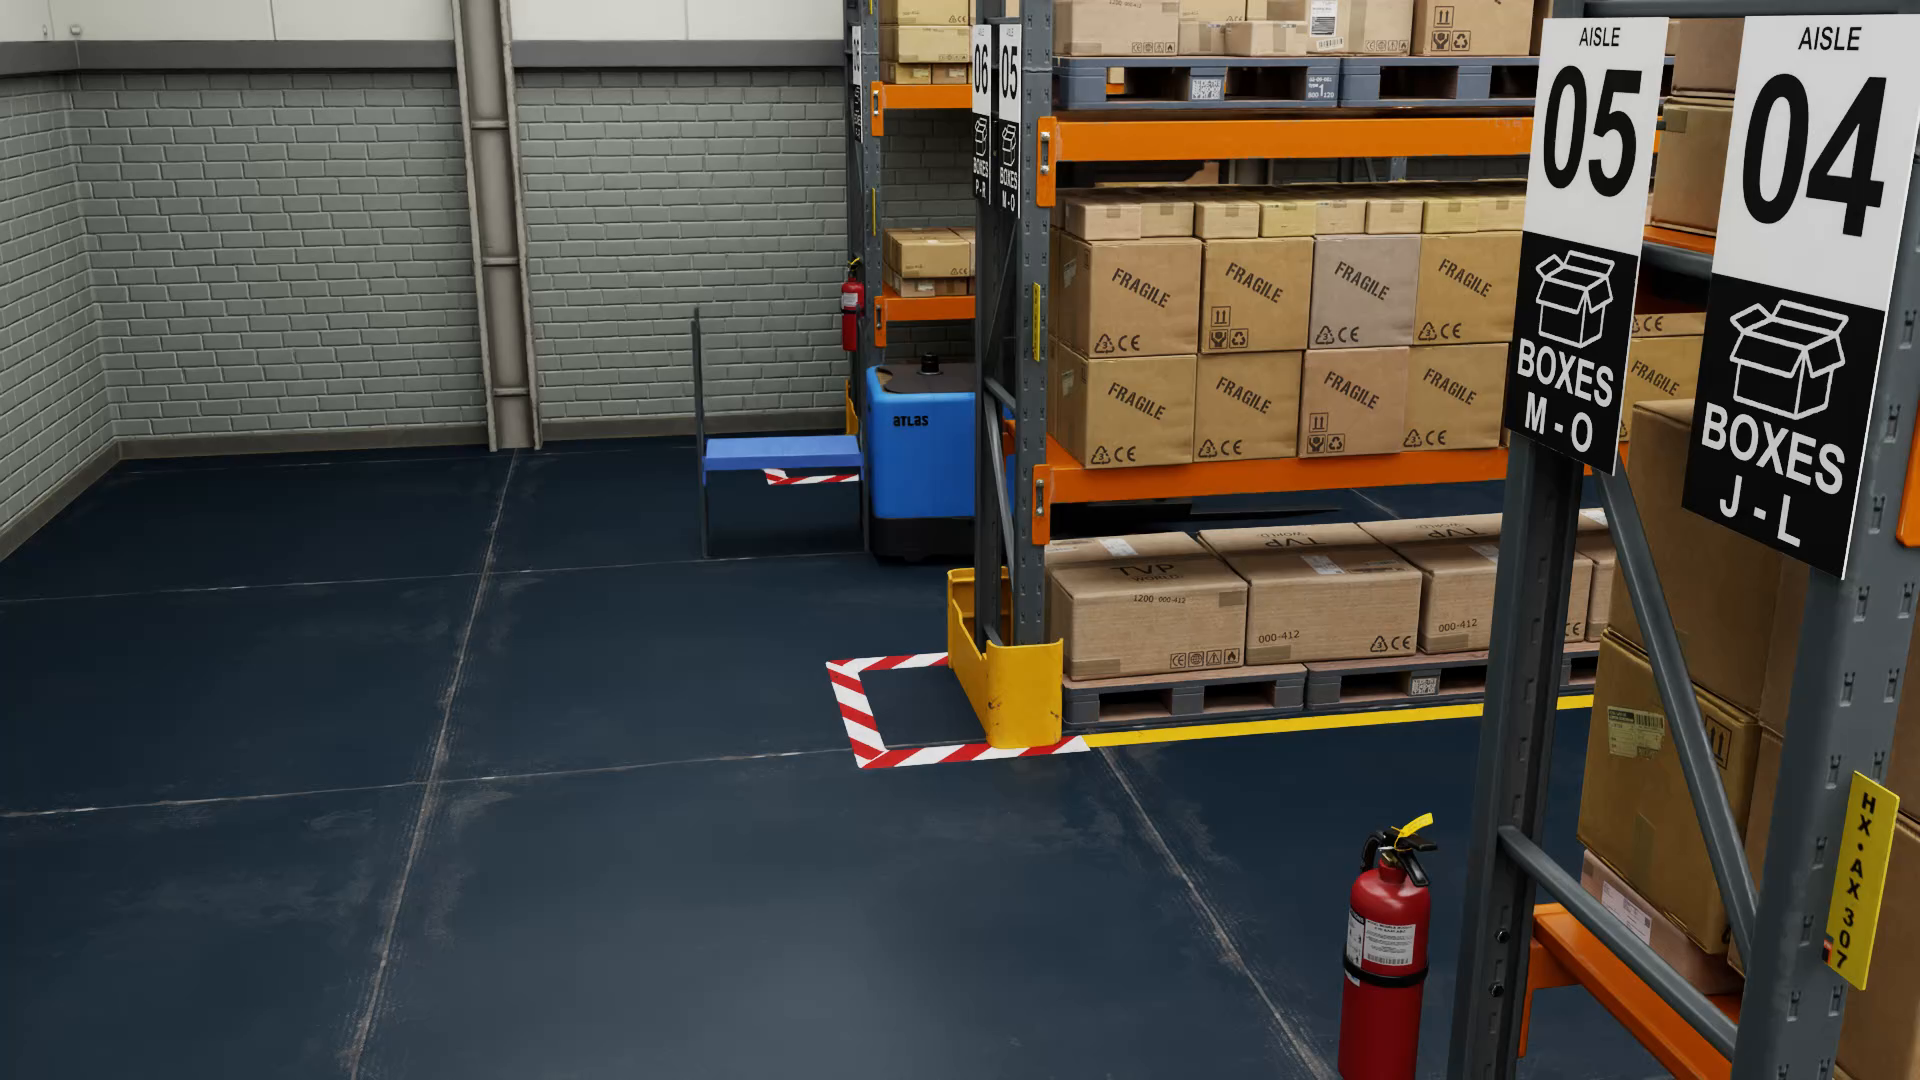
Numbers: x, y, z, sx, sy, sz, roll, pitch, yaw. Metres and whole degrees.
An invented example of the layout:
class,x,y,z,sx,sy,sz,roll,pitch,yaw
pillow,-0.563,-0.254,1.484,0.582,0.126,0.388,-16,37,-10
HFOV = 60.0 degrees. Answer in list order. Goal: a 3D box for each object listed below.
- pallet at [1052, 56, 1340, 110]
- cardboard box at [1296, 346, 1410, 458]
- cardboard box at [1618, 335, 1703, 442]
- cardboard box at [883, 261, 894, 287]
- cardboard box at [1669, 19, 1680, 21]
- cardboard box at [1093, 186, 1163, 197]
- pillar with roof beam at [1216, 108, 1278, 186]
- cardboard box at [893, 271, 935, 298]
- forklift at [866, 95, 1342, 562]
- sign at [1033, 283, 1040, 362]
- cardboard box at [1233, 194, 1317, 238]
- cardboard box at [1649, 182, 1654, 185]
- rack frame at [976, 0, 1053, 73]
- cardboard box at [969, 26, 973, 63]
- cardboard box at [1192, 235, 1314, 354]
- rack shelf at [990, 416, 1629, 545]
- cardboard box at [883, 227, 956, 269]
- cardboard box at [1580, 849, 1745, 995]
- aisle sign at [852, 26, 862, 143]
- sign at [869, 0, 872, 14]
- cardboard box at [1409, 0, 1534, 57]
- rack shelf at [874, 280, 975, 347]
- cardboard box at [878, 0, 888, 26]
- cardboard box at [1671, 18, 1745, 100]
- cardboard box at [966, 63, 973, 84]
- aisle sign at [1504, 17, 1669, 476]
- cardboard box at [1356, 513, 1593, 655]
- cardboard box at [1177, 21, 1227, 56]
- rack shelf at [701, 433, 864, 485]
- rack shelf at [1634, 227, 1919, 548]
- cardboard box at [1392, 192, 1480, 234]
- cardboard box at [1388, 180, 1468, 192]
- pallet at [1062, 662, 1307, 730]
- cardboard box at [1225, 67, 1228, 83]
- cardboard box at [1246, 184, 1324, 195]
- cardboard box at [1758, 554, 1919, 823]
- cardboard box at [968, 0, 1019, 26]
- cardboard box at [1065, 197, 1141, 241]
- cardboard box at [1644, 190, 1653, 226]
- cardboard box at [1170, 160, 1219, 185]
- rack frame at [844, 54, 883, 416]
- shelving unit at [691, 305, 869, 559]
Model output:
class,x,y,z,sx,sy,sz,roll,pitch,yaw
pallet,0.955,-2.080,7.518,1.213,0.211,1.003,-3,17,-10
cardboard box,1.748,-0.696,7.797,0.500,0.500,0.500,-3,17,-11
cardboard box,3.245,-0.785,8.089,0.500,0.500,0.500,-4,17,-12
cardboard box,-0.443,-2.051,12.808,0.250,0.149,0.380,-3,17,-11
cardboard box,3.538,-2.625,8.086,0.500,0.500,0.500,-3,17,-10
cardboard box,0.787,-1.579,7.866,0.250,0.149,0.380,-3,17,-9
pillar with roof beam,3.172,-4.146,8.983,0.400,9.000,9.100,-3,17,-10
cardboard box,-0.342,-1.894,12.298,0.250,0.149,0.380,-3,17,-11
forklift,0.920,-1.433,10.485,3.031,2.935,1.130,-2,17,-6
sign,0.328,-0.936,7.140,0.005,0.325,0.100,-3,17,-10
cardboard box,1.405,-1.457,7.468,0.250,0.149,0.380,-4,17,-12
cardboard box,3.305,-1.715,8.309,0.250,0.149,0.380,-3,17,-11
rack frame,0.228,-3.512,6.920,0.127,3.000,1.000,-3,17,-10
cardboard box,0.266,-3.560,11.933,0.500,0.250,0.500,-3,17,-9
cardboard box,1.259,-1.146,7.560,0.500,0.500,0.500,-4,17,-12
rack shelf,2.192,-0.412,8.270,4.000,0.370,1.077,-3,17,-10
cardboard box,-0.316,-2.248,12.770,0.500,0.250,0.500,-3,17,-9
cardboard box,1.533,0.797,3.535,0.250,0.149,0.380,-3,17,-10
aisle sign,-0.728,-3.229,11.790,0.004,0.787,0.394,-3,17,-10
sign,-0.614,-3.770,11.381,0.005,0.325,0.100,-3,17,-10
cardboard box,2.236,-2.444,7.495,0.500,0.500,0.500,-3,17,-9
rack shelf,1.247,-1.843,12.928,4.000,0.370,1.077,-3,17,-10
cardboard box,-0.334,-3.924,12.266,0.500,0.250,0.500,-4,17,-12
cardboard box,1.670,-0.923,3.004,0.500,0.250,0.500,-4,17,-12
cardboard box,0.148,-3.371,11.998,0.250,0.149,0.380,-3,17,-10
aisle sign,1.138,-0.548,3.060,0.004,0.787,0.394,-3,17,-10
cardboard box,2.640,0.211,8.665,0.875,0.438,0.875,-4,17,-12
cardboard box,1.049,-2.304,7.639,0.250,0.149,0.380,-5,18,-15
rack shelf,-1.124,-0.518,10.556,1.000,0.185,0.538,-2,17,-6
rack shelf,3.230,-0.425,3.201,4.000,0.370,1.077,-3,17,-10
cardboard box,2.160,-1.495,7.591,0.250,0.149,0.380,-4,17,-12
cardboard box,2.297,-1.681,8.198,0.250,0.149,0.380,-3,17,-10
pallet,0.998,0.621,8.429,1.213,0.211,1.003,-3,17,-10
cardboard box,1.897,-3.463,12.295,0.250,0.149,0.380,-3,17,-9
cardboard box,1.550,-1.614,7.980,0.250,0.149,0.380,-3,17,-11
cardboard box,1.758,0.160,2.801,0.500,0.500,0.500,-3,17,-11
cardboard box,0.269,-3.794,11.843,0.500,0.250,0.500,-3,17,-11
cardboard box,0.629,-1.420,7.349,0.250,0.149,0.380,-3,17,-9
cardboard box,3.142,-1.580,7.871,0.250,0.149,0.380,-3,17,-11
cardboard box,1.698,-2.721,13.033,0.500,0.500,0.500,-4,17,-12
rack frame,-0.717,-2.075,12.459,0.127,3.000,1.000,-3,17,-10
shelving unit,-1.124,-0.690,10.503,1.048,1.500,0.538,-2,17,-6
